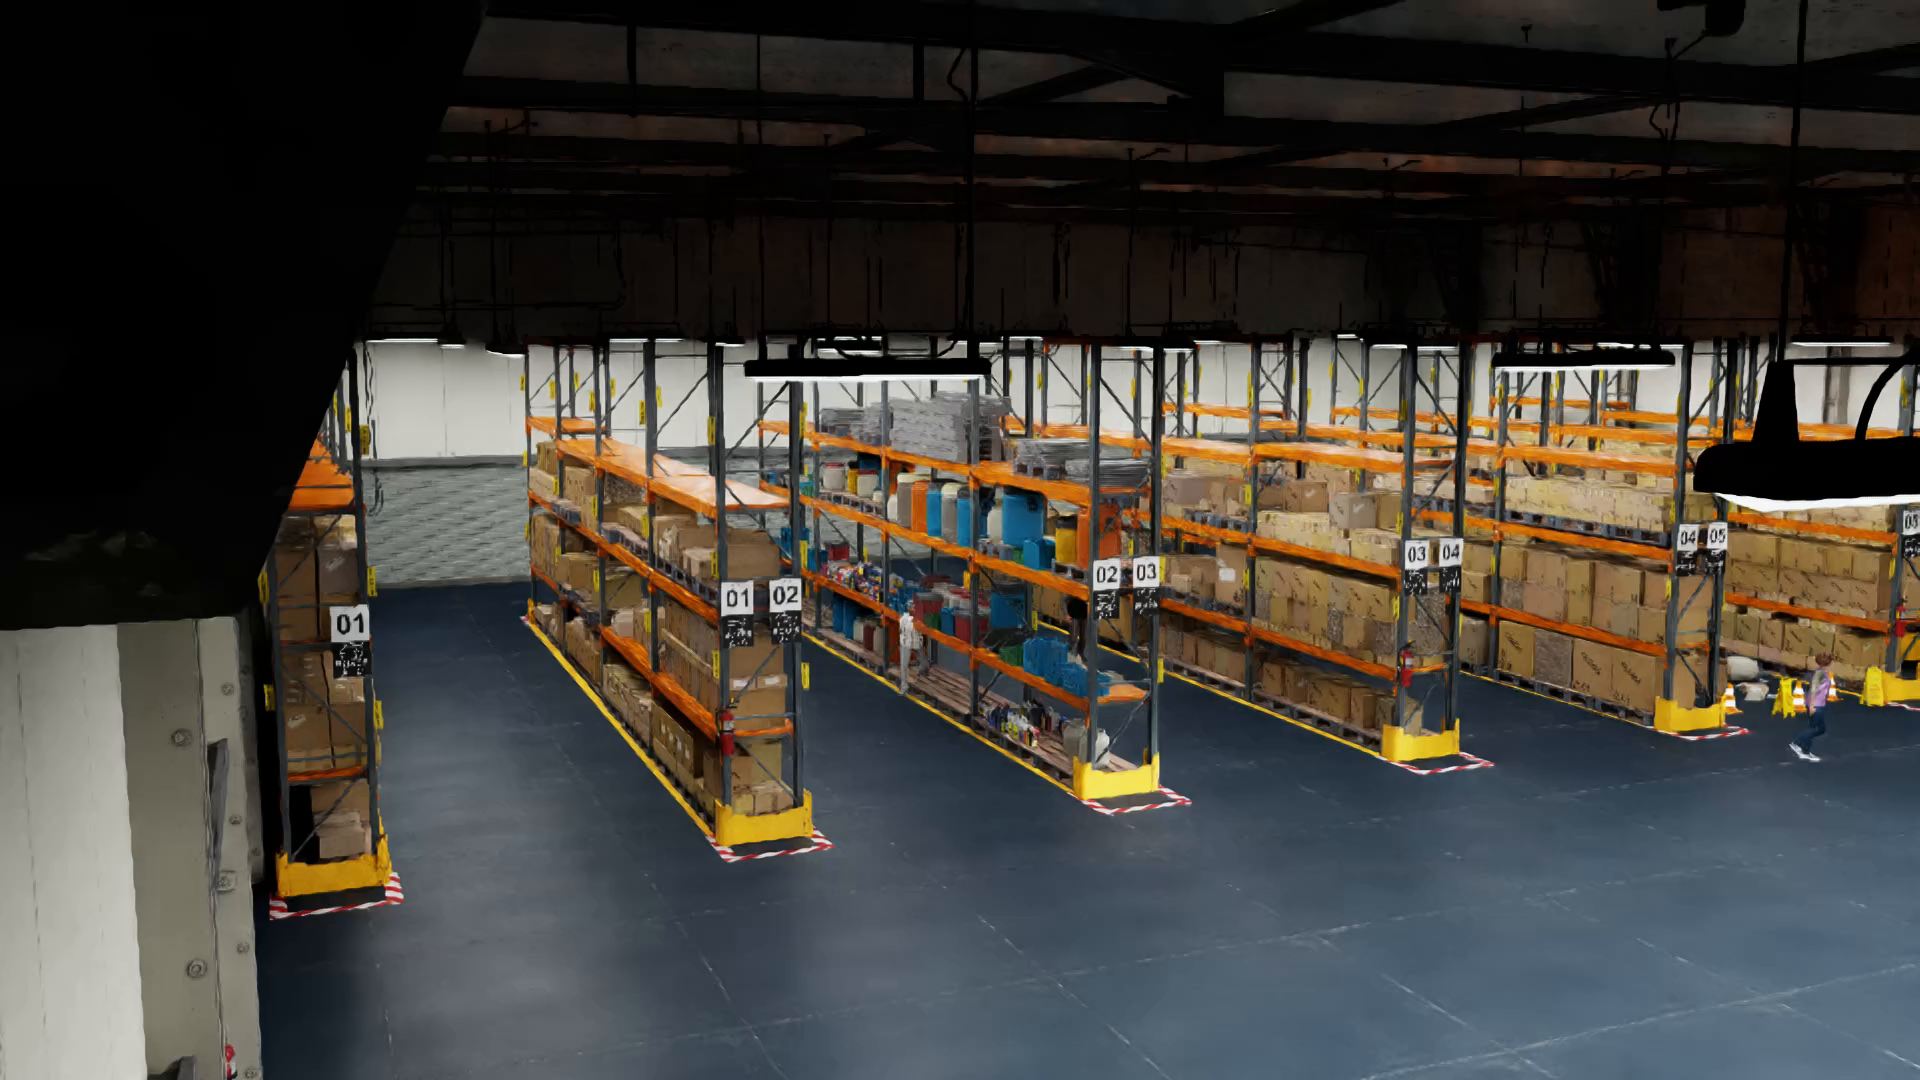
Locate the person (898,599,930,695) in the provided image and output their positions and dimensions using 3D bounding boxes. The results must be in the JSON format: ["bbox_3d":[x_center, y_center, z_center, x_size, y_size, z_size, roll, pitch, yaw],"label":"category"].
[{"bbox_3d":[-0.788,1.779,28.233,0.531,1.618,0.955,0,8,-1],"label":"person"}]

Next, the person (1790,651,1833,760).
[{"bbox_3d":[12.240,2.378,23.884,0.450,1.589,0.477,4,9,29],"label":"person"}]

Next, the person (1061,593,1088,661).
[{"bbox_3d":[2.187,1.425,30.766,0.677,1.674,0.534,-3,8,-24],"label":"person"}]
